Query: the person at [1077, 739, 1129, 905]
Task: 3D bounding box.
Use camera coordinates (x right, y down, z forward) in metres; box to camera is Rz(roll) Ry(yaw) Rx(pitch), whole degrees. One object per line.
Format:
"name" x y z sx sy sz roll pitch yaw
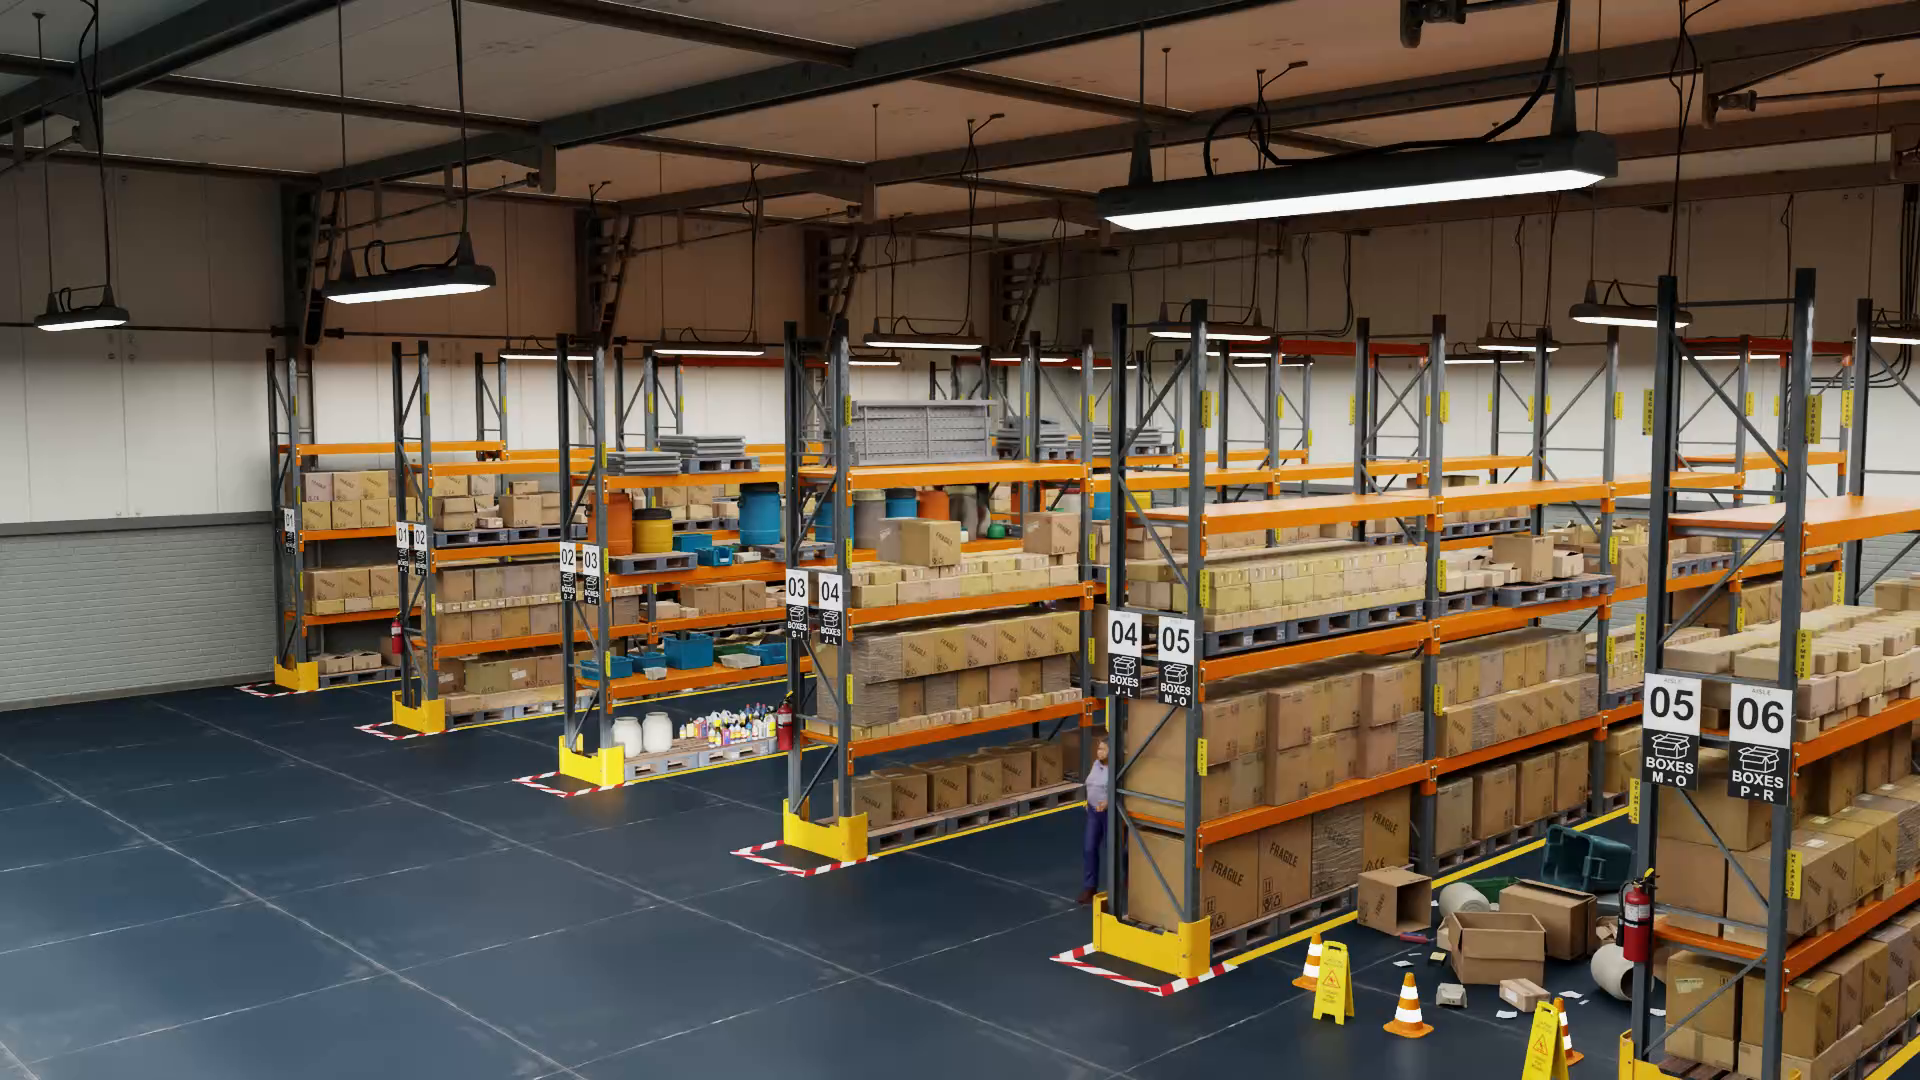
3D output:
"person" 1.523 2.870 17.147 0.615 1.665 0.825 4 7 42

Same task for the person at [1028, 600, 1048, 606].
"person" 1.450 1.489 32.320 0.624 1.834 0.759 3 6 33
